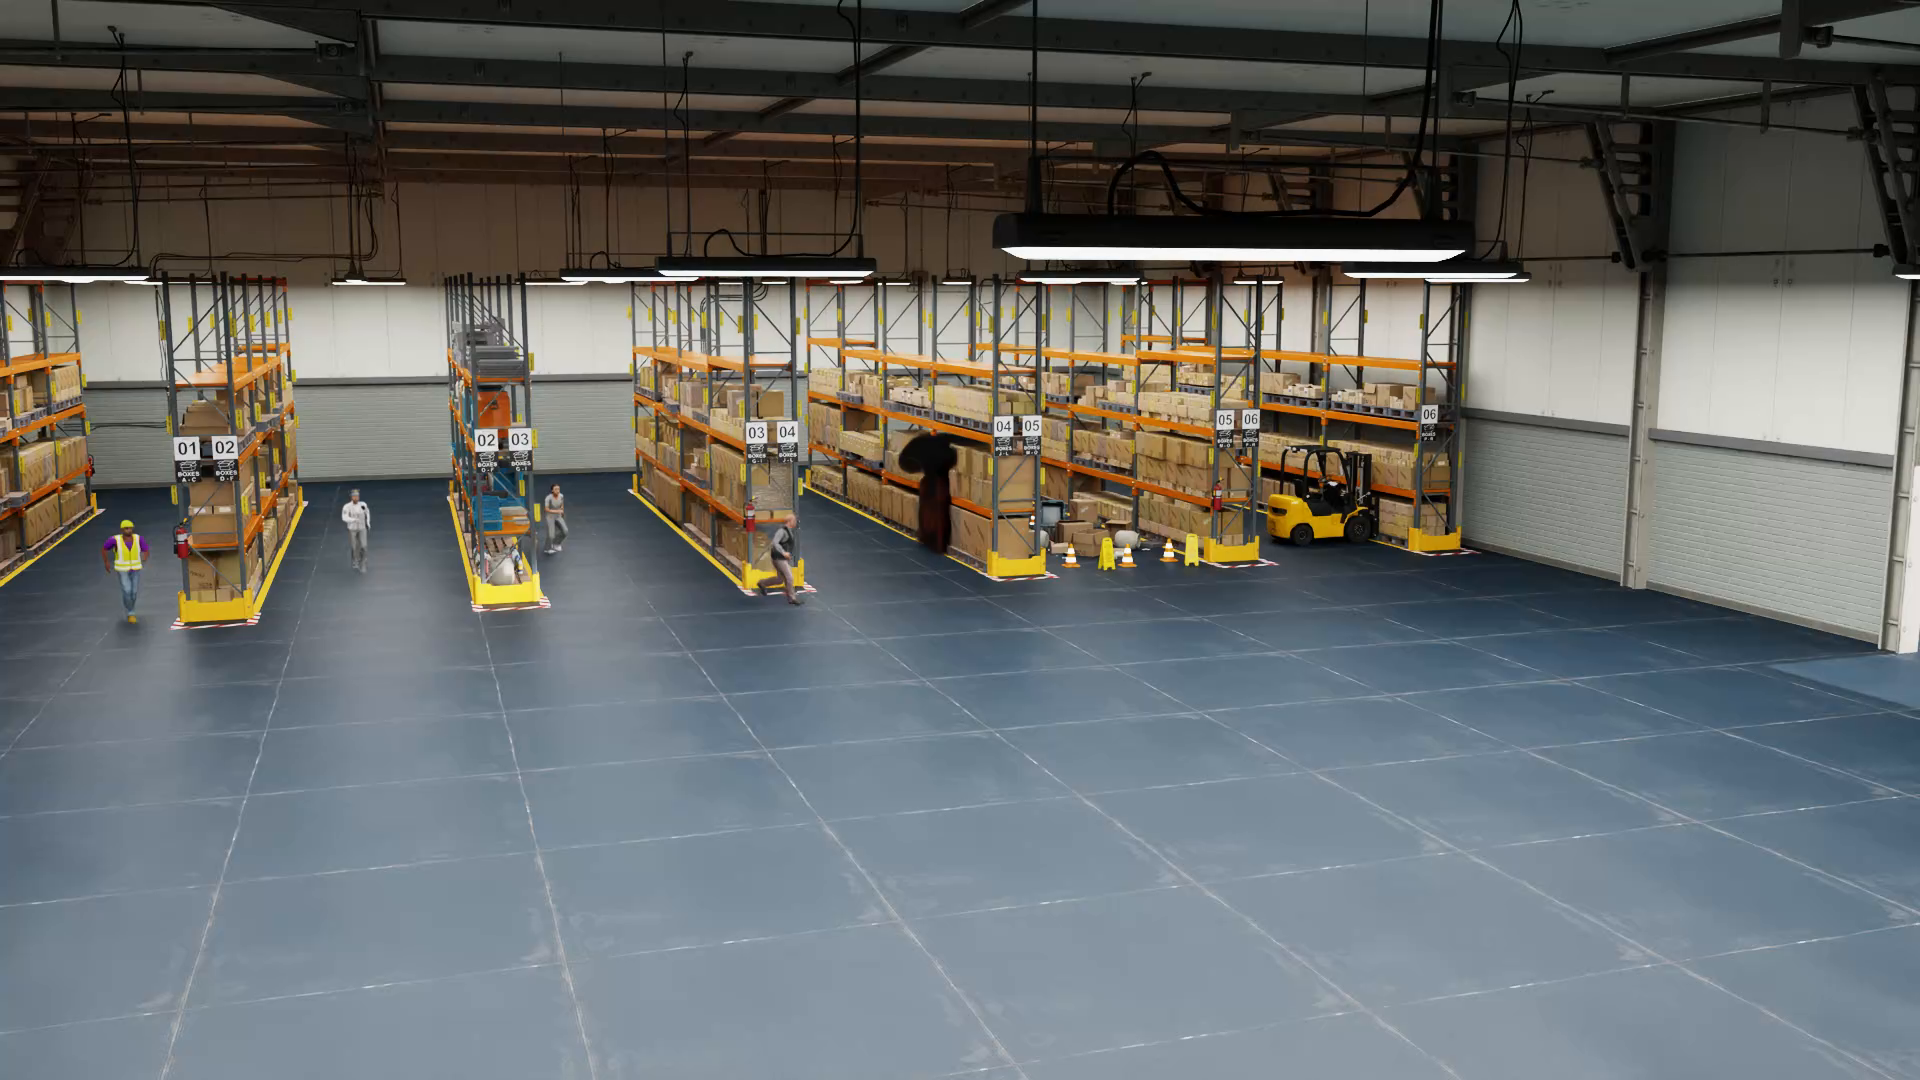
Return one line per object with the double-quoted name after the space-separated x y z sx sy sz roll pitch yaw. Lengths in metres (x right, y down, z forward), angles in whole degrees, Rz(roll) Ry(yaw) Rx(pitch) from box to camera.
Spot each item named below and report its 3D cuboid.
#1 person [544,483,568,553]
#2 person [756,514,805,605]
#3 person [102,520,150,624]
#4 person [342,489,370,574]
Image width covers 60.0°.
-8.766 -0.461 35.986 0.803 1.557 0.559 8 12 44 "person"
-3.311 0.355 30.192 0.928 1.672 0.661 3 9 17 "person"
-14.389 0.517 28.768 0.709 1.760 0.826 -8 12 -42 "person"
-12.222 -0.178 33.703 0.550 1.736 0.813 -4 9 -24 "person"
